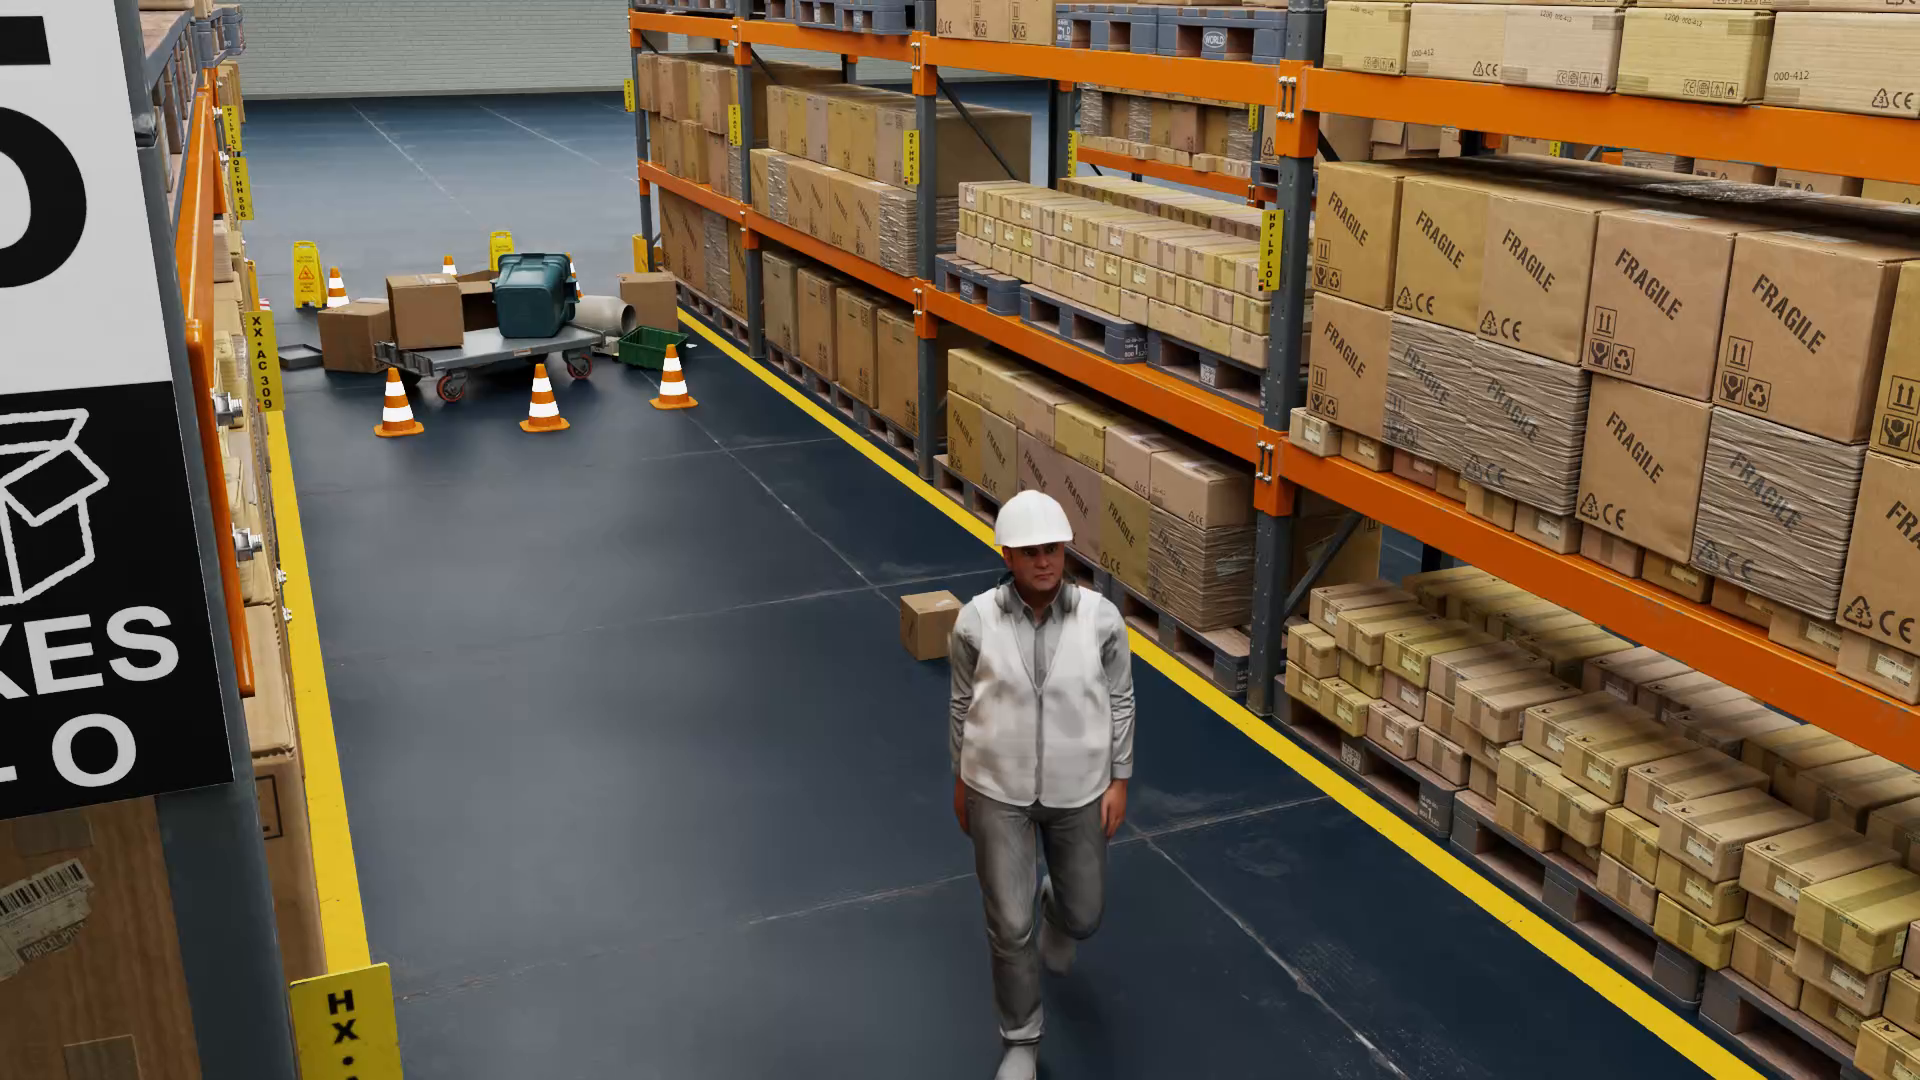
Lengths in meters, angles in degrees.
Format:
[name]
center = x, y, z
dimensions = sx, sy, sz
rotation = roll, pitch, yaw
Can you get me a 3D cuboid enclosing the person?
[person]
center = 0.241, 0.698, 4.931
dimensions = 0.544, 1.749, 0.794
rotation = 0, 19, 0
